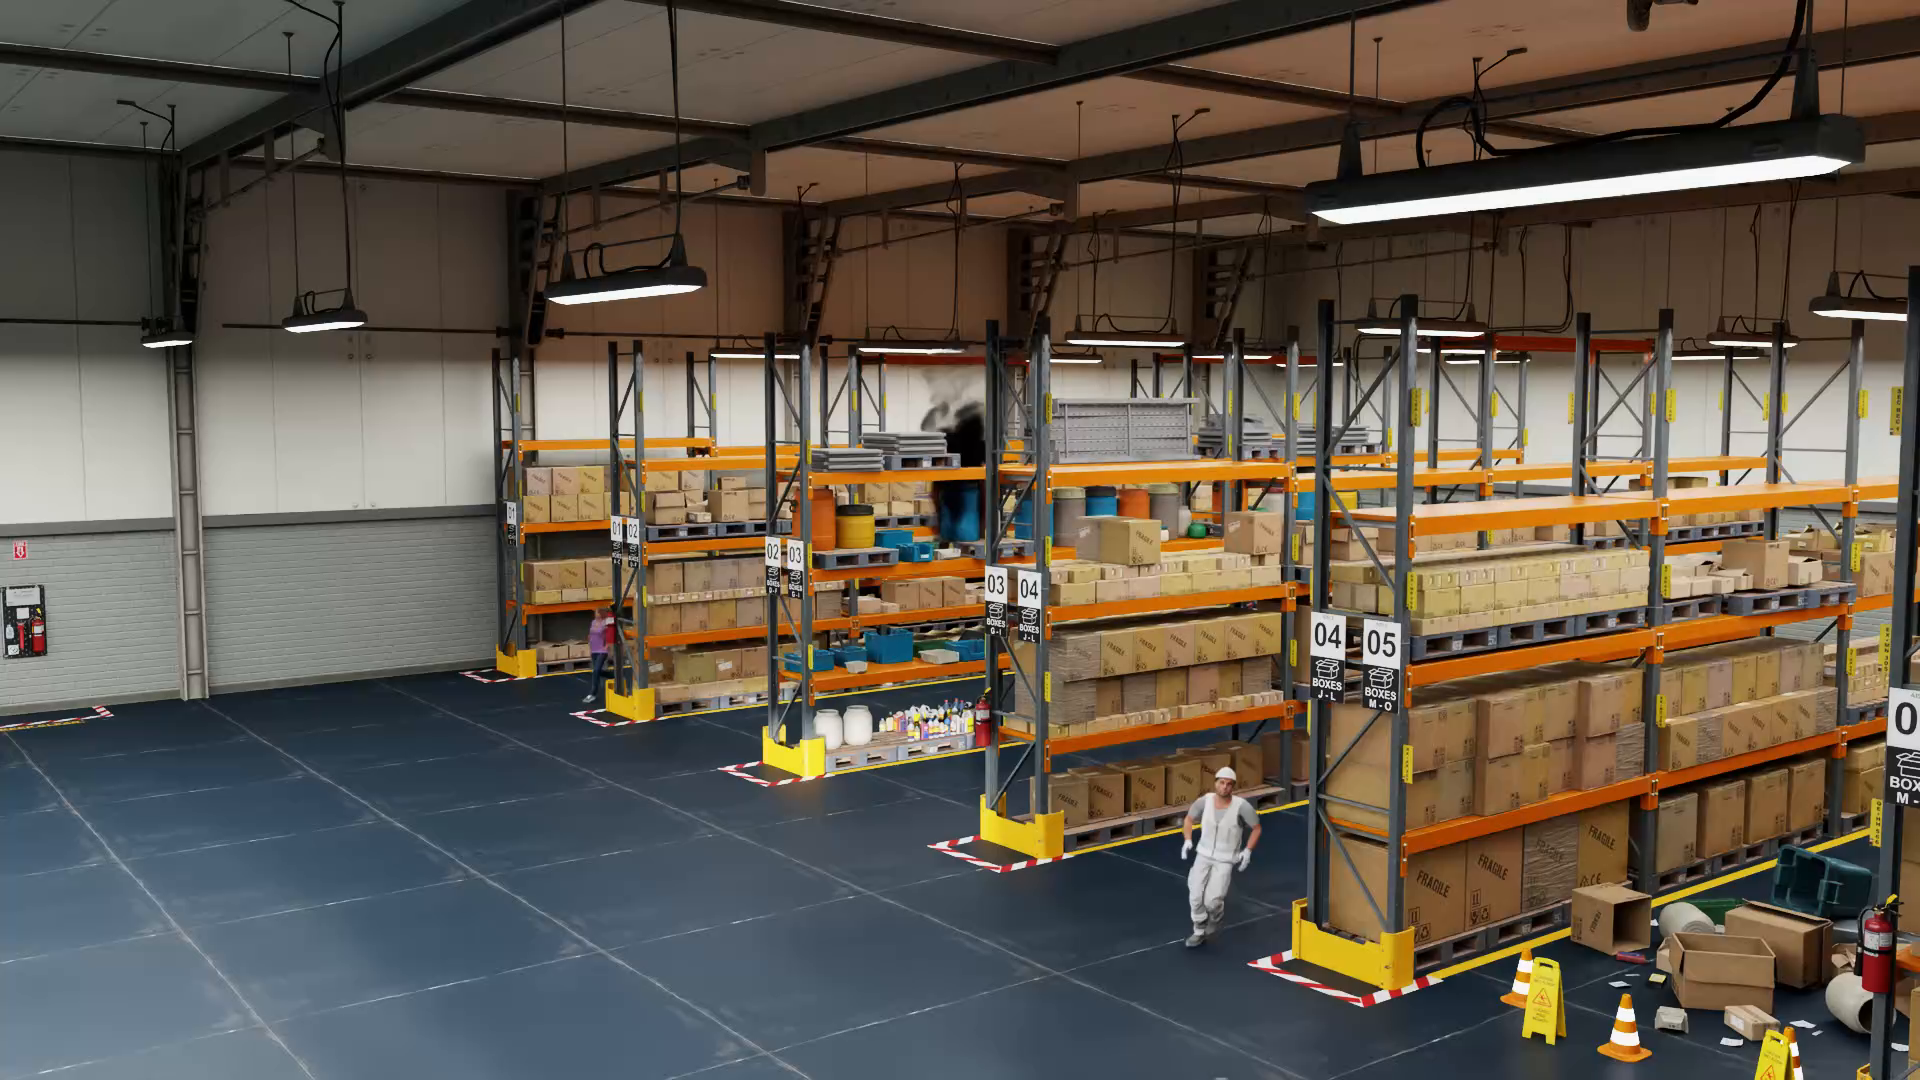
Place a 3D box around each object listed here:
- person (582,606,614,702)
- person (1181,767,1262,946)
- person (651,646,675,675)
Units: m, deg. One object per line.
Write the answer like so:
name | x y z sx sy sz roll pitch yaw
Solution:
person | -6.043 1.902 27.962 0.536 1.559 0.872 3 6 35
person | 2.385 2.956 15.422 0.713 1.723 0.533 3 6 28
person | -5.212 1.734 29.136 0.703 1.745 0.596 5 7 43
